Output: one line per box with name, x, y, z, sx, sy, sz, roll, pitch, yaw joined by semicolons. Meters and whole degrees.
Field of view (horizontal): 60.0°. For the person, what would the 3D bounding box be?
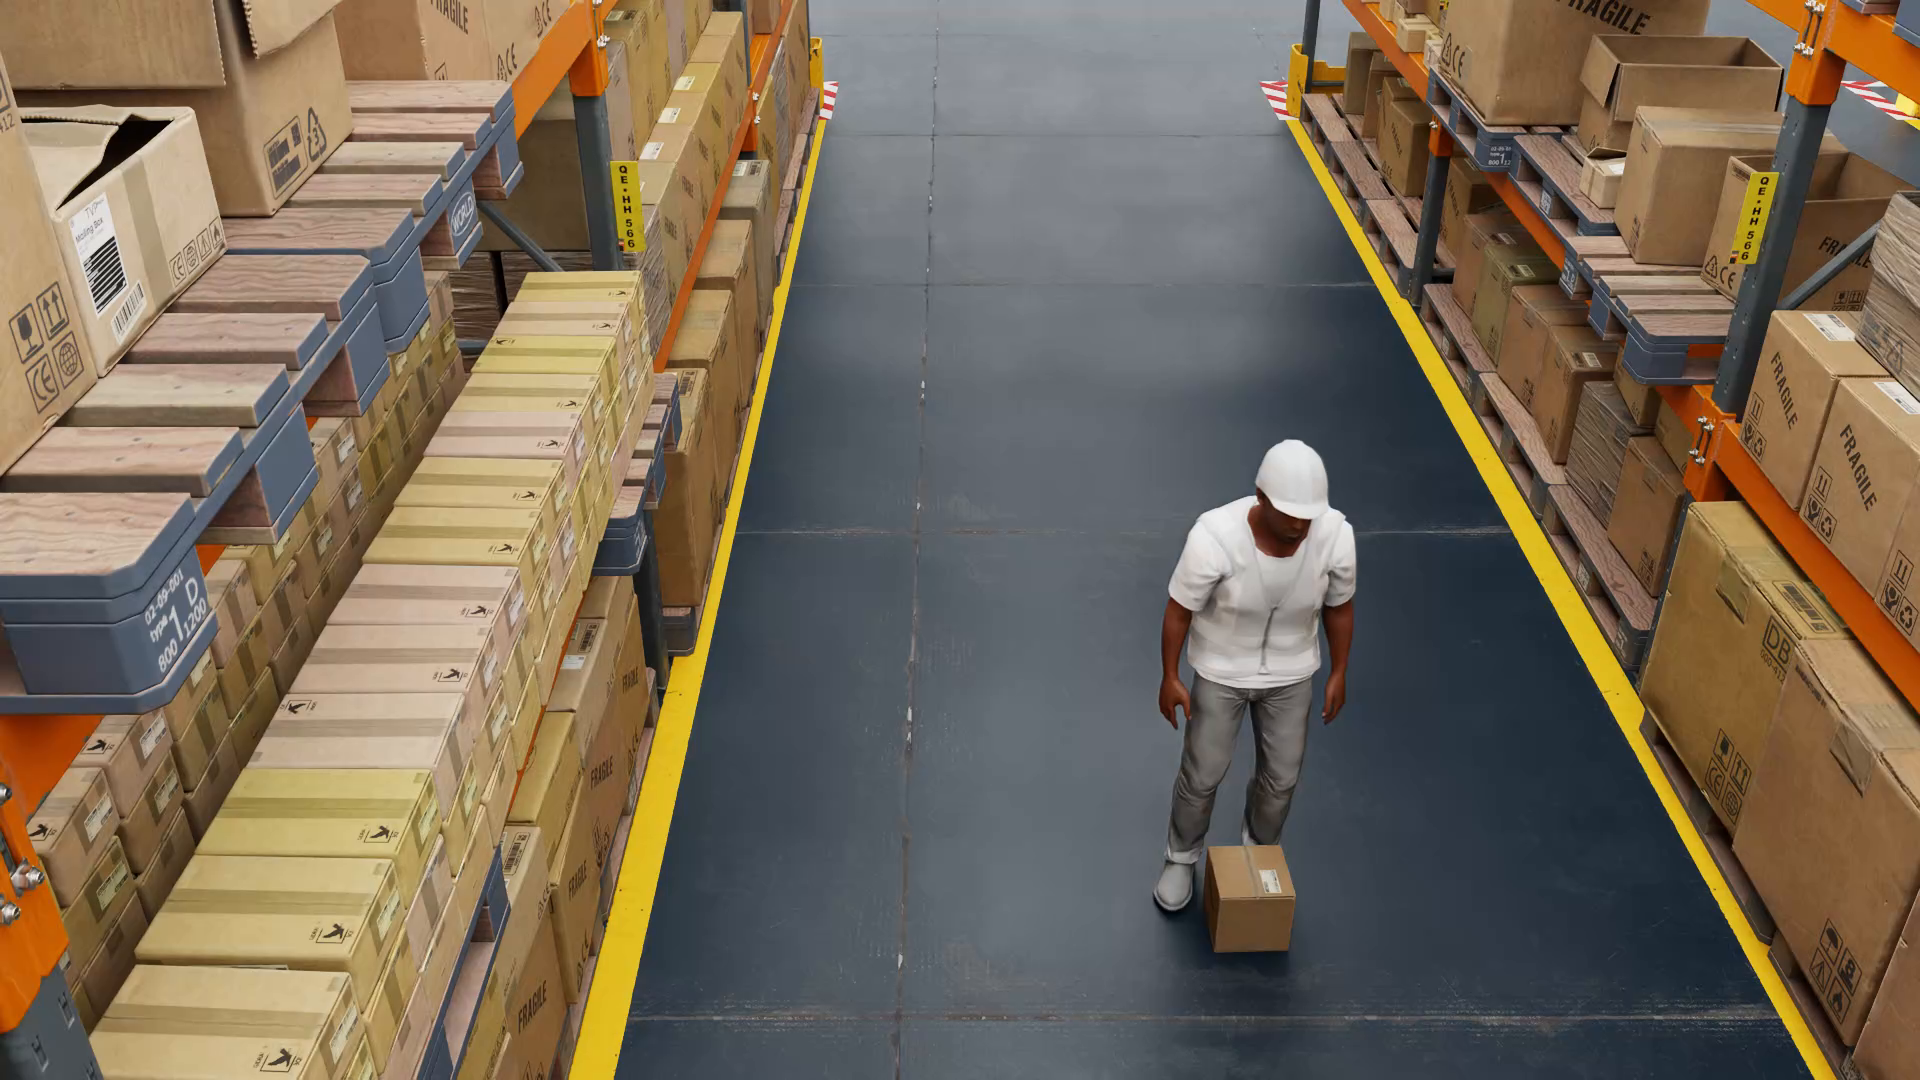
person;0.957;0.443;5.391;0.629;1.759;0.461;-2;31;-3
